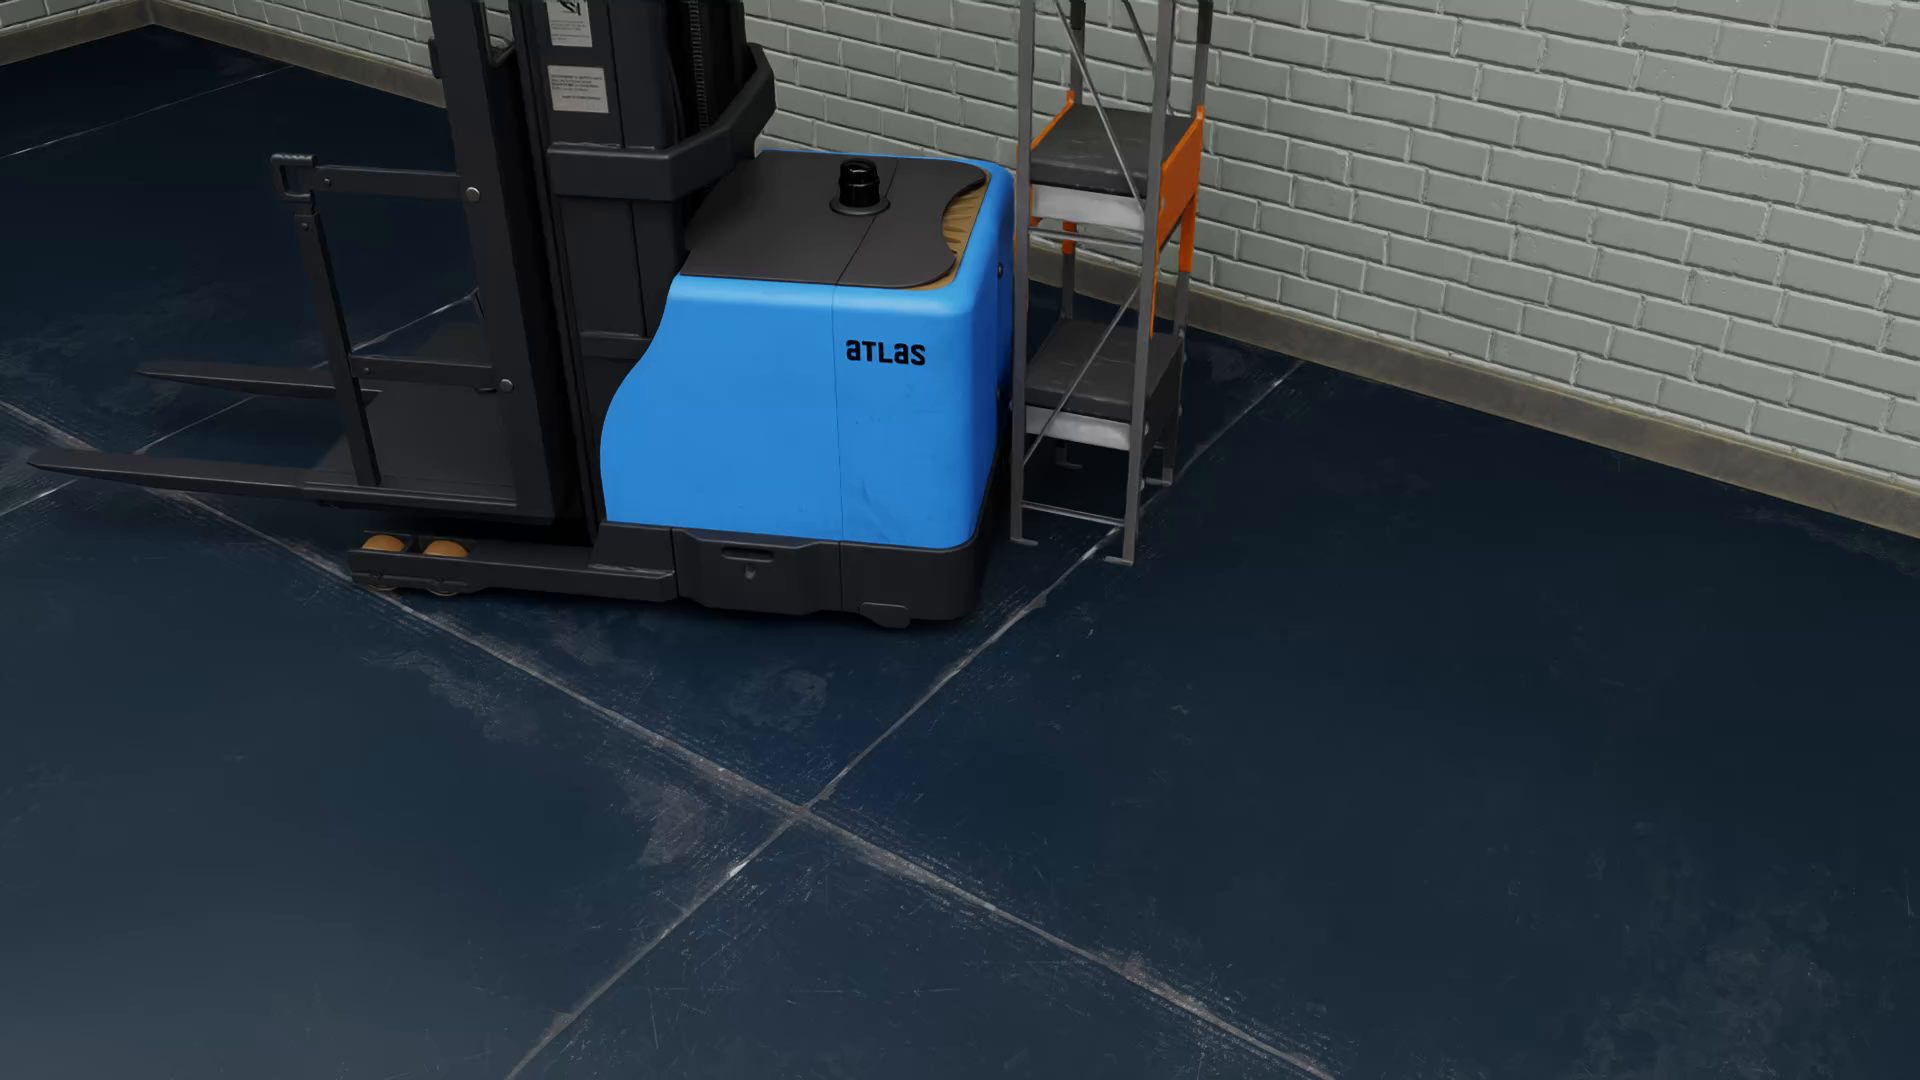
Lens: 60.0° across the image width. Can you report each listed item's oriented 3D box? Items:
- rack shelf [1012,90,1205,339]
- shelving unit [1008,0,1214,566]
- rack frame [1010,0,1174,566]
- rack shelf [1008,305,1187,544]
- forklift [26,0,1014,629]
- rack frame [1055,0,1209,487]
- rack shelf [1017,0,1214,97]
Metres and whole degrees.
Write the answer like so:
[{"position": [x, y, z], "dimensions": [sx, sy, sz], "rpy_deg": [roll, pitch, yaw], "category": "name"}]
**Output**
[{"position": [0.430, -0.948, 4.801], "dimensions": [0.431, 0.518, 0.480], "rpy_deg": [11, 36, 16], "category": "rack shelf"}, {"position": [0.430, -0.959, 4.793], "dimensions": [0.431, 2.100, 0.503], "rpy_deg": [11, 36, 16], "category": "shelving unit"}, {"position": [0.347, -0.830, 4.603], "dimensions": [0.400, 2.100, 0.015], "rpy_deg": [11, 36, 16], "category": "rack frame"}, {"position": [0.430, -0.368, 5.193], "dimensions": [0.431, 0.518, 0.480], "rpy_deg": [11, 36, 16], "category": "rack shelf"}, {"position": [-1.385, -1.332, 4.603], "dimensions": [3.031, 2.935, 1.130], "rpy_deg": [5, 34, 7], "category": "forklift"}, {"position": [0.513, -1.087, 4.983], "dimensions": [0.400, 2.100, 0.015], "rpy_deg": [11, 36, 16], "category": "rack frame"}, {"position": [0.430, -1.527, 4.409], "dimensions": [0.431, 0.518, 0.480], "rpy_deg": [11, 36, 16], "category": "rack shelf"}]
